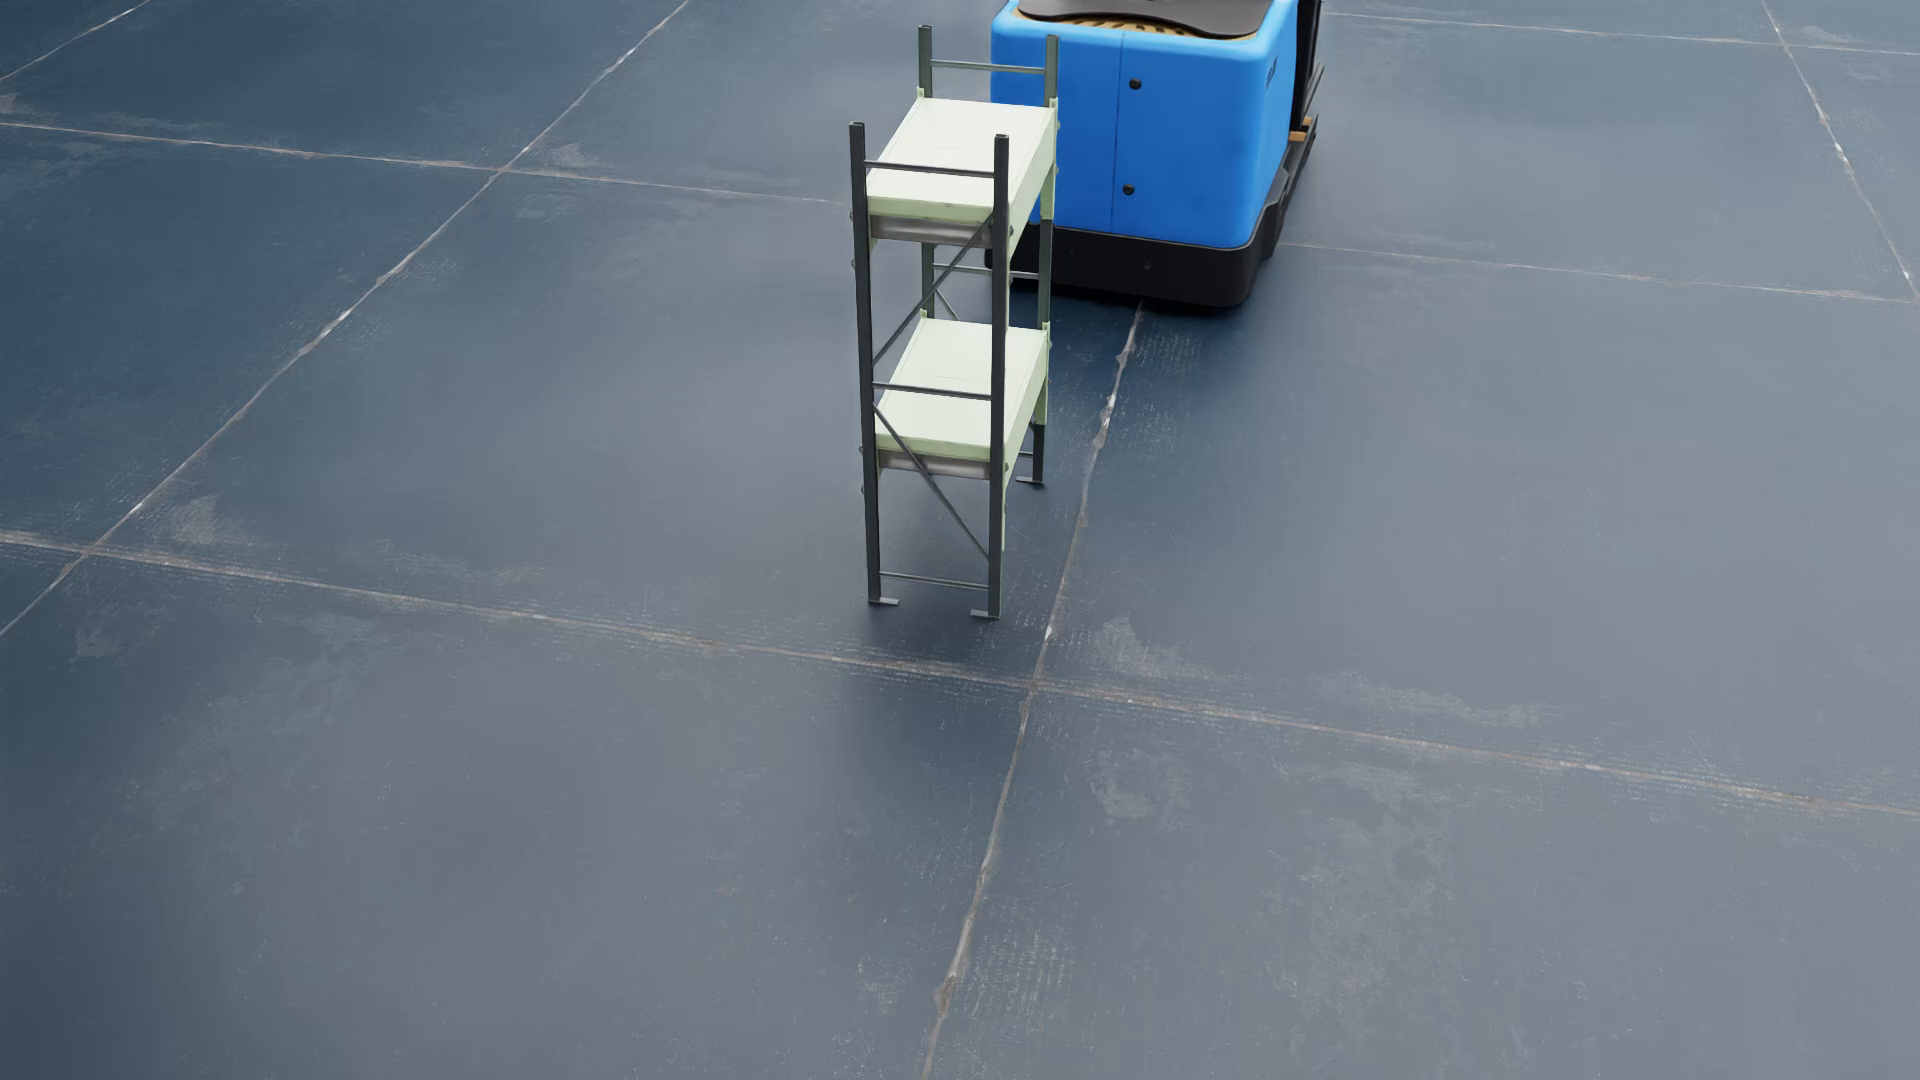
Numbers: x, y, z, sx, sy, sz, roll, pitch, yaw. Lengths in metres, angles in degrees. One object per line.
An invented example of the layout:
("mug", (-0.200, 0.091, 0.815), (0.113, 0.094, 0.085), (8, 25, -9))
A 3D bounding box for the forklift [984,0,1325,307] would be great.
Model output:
("forklift", (1.029, -2.943, 6.812), (1.130, 2.935, 3.031), (11, 37, 14))

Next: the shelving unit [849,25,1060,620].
("shelving unit", (0.001, -0.611, 4.815), (0.431, 1.500, 0.755), (7, 37, 10))

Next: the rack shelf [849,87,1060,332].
("rack shelf", (0.001, -0.927, 4.586), (0.431, 0.370, 0.720), (7, 37, 10))

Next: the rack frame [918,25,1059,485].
("rack frame", (0.080, -0.821, 5.105), (0.400, 1.500, 0.023), (7, 37, 10))

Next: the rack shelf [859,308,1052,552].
("rack shelf", (0.001, -0.347, 5.006), (0.431, 0.370, 0.720), (7, 37, 10))

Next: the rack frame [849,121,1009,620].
("rack frame", (-0.077, -0.401, 4.526), (0.400, 1.500, 0.023), (7, 37, 10))
